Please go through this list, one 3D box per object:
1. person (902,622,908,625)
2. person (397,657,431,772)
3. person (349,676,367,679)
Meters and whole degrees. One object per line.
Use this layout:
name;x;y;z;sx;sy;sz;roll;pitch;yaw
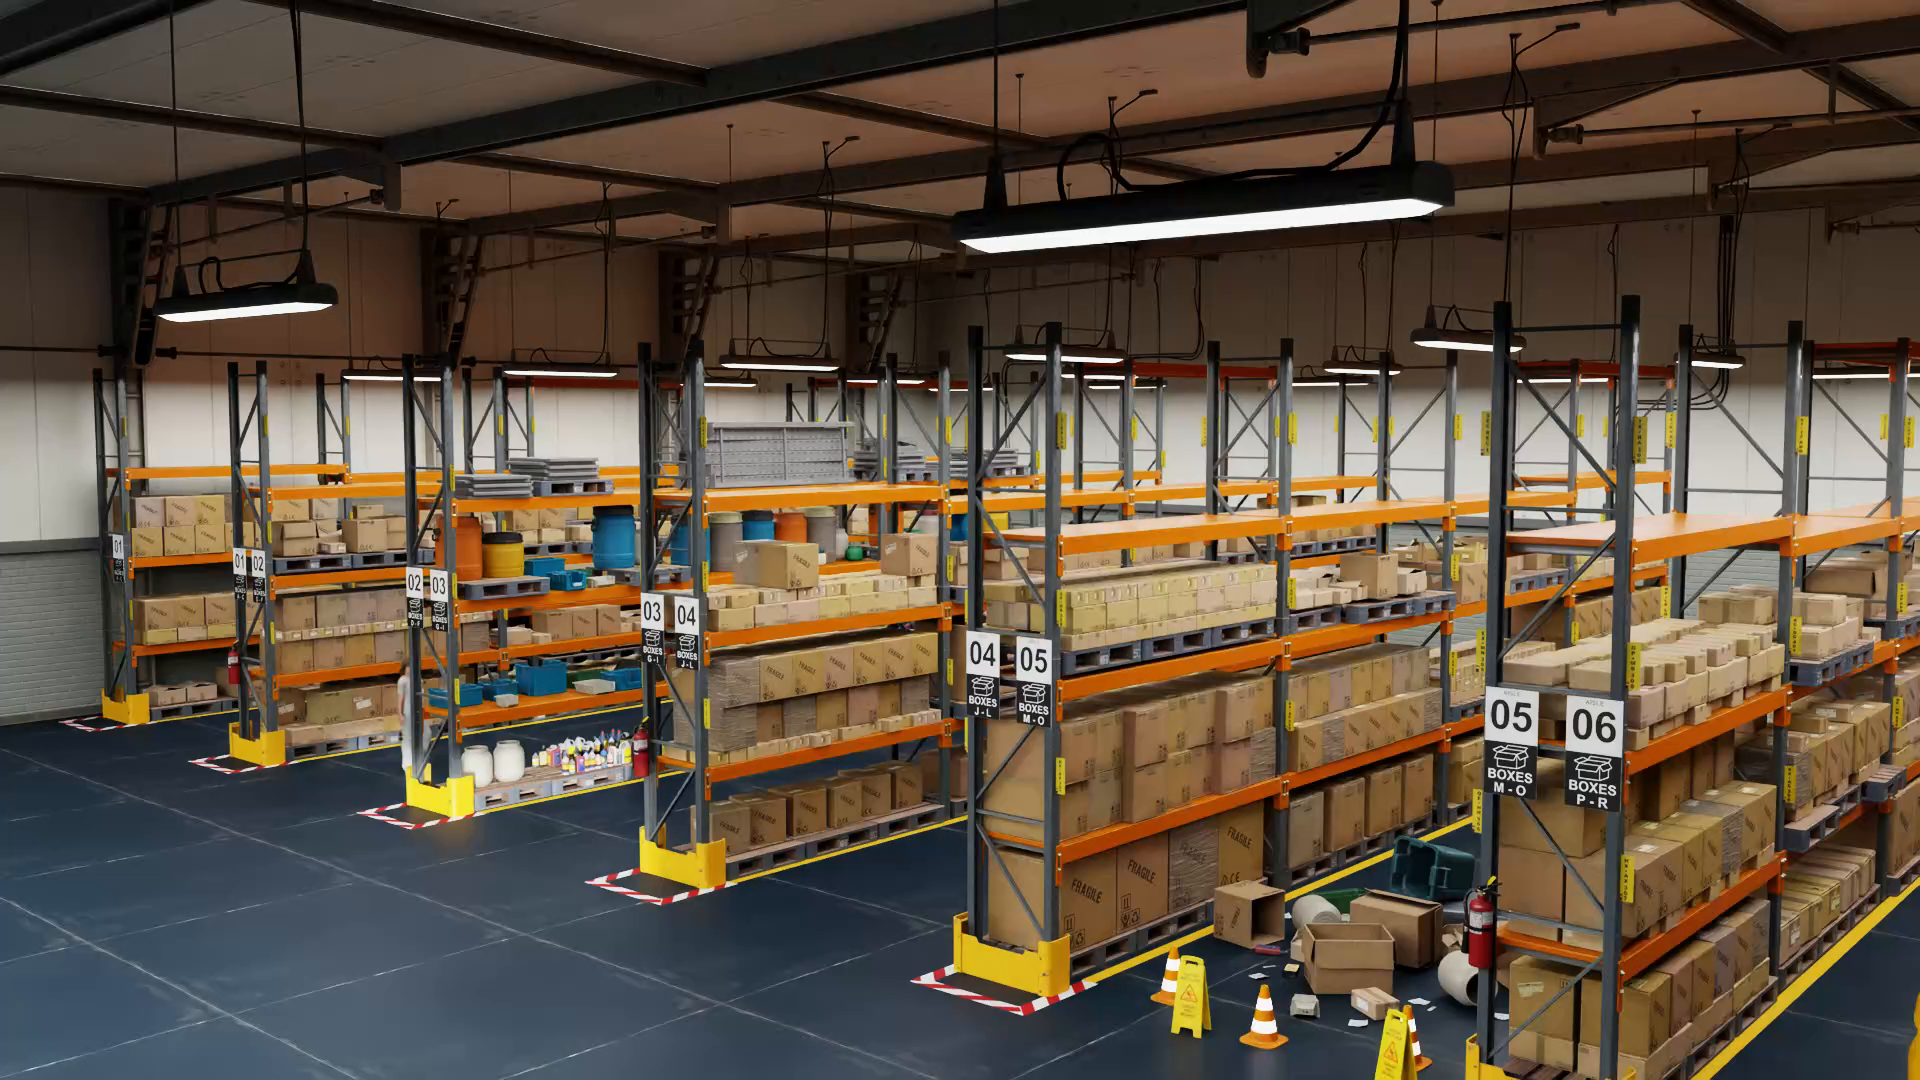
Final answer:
person;-1.284;1.352;39.653;0.497;1.752;0.583;4;6;41
person;-8.004;2.558;24.297;0.386;1.698;0.522;2;5;26
person;-10.664;2.118;29.302;0.575;1.806;0.407;-3;5;-34
